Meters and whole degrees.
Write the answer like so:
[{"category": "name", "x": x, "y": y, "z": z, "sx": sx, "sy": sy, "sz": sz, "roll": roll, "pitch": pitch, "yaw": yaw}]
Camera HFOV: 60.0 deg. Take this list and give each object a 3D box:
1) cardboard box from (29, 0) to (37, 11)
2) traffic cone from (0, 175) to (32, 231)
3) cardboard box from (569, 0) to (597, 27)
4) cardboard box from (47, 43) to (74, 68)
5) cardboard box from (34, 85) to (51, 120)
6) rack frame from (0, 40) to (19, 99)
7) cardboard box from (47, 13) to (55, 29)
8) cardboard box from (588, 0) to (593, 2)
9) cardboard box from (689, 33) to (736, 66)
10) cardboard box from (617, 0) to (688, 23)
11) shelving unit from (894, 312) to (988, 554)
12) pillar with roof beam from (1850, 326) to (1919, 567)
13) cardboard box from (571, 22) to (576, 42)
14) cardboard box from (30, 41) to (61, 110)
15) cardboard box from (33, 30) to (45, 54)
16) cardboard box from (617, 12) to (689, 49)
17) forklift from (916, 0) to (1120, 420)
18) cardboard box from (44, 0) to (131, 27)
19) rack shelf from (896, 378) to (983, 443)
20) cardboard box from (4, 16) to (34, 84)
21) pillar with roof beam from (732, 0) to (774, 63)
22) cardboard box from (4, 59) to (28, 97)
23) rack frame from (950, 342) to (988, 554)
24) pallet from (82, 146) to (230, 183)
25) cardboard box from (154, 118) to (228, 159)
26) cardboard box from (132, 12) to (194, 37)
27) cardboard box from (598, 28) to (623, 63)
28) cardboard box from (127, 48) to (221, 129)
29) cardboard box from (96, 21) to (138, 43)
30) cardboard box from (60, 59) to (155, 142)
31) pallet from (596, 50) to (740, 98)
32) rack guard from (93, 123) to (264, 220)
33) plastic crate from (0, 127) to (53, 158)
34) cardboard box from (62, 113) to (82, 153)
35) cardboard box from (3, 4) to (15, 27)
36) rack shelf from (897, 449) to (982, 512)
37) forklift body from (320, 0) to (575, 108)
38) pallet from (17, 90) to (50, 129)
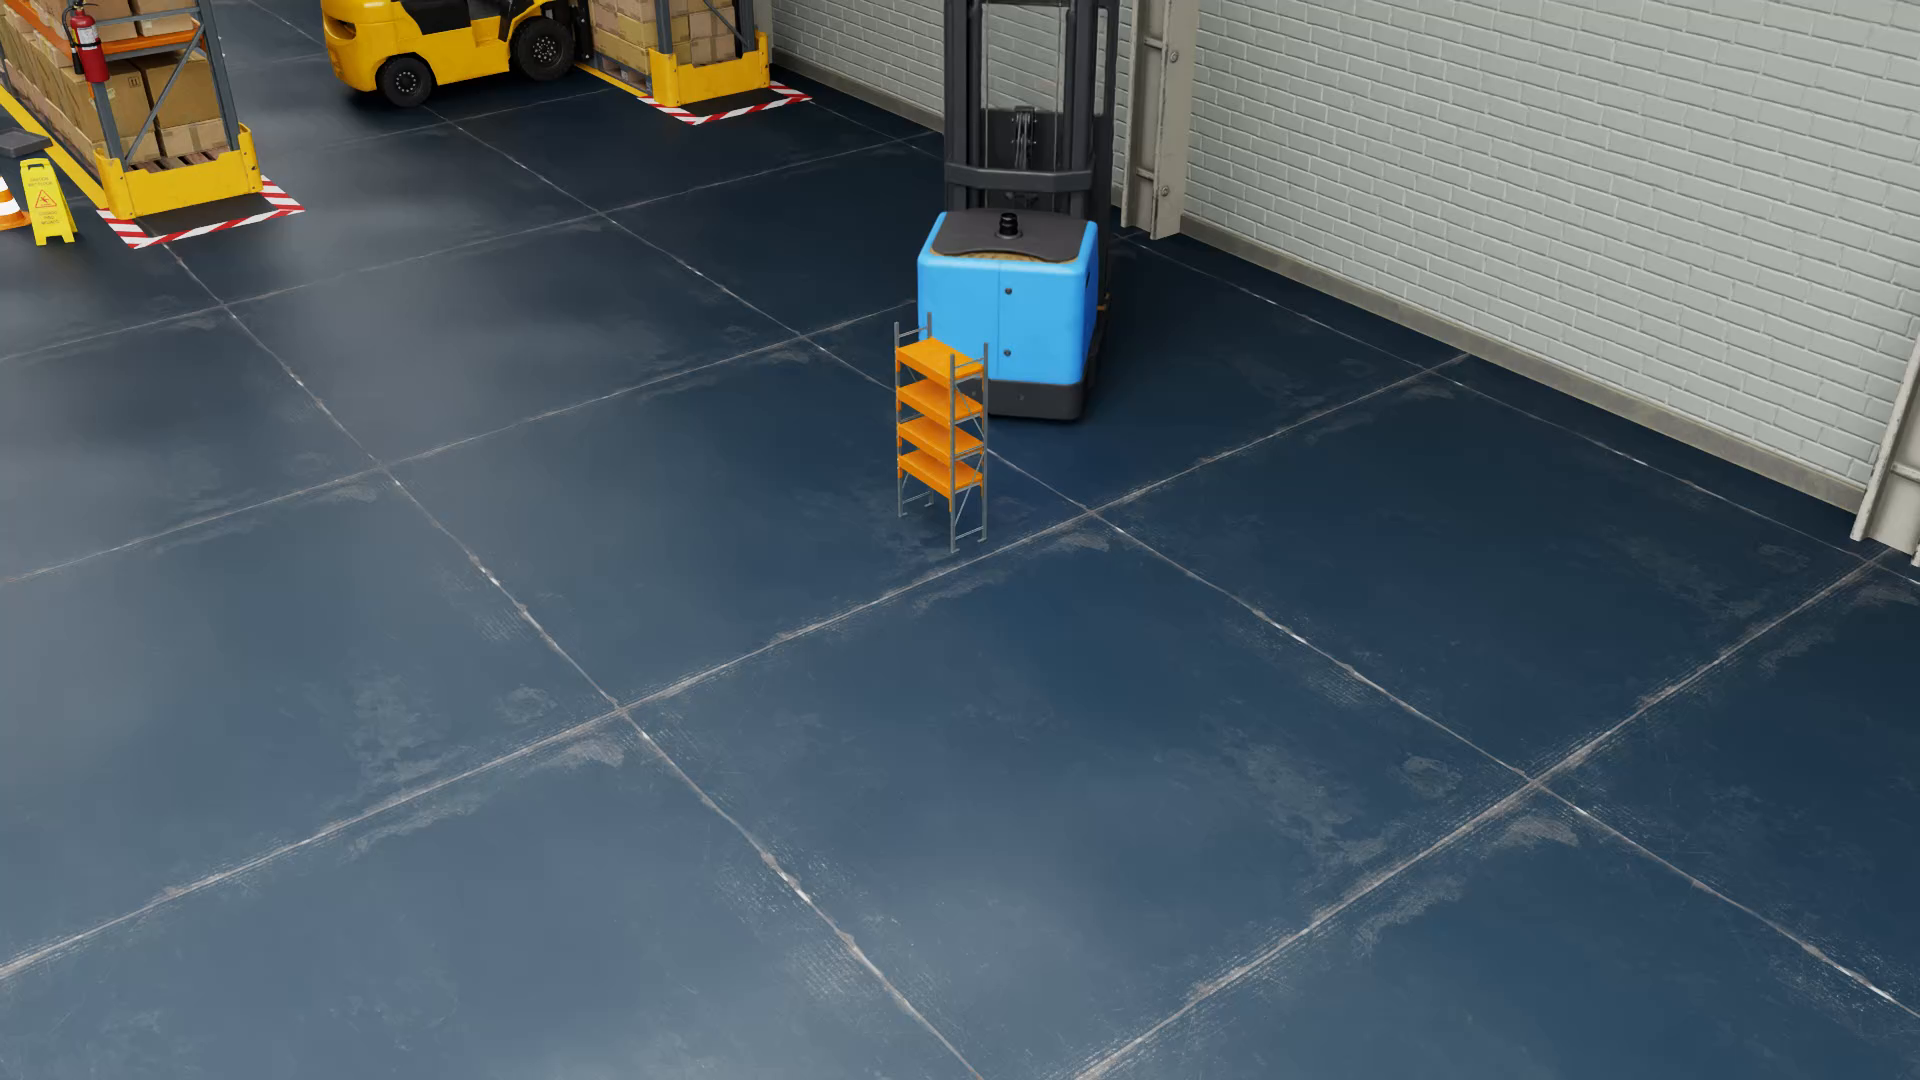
[{"category": "cardboard box", "x": -7.598, "y": -4.559, "z": 13.985, "sx": 0.380, "sy": 0.149, "sz": 0.250, "roll": -23, "pitch": 38, "yaw": -32}, {"category": "traffic cone", "x": -7.642, "y": -2.753, "z": 13.244, "sx": 0.336, "sy": 0.463, "sz": 0.334, "roll": -22, "pitch": 38, "yaw": -31}, {"category": "cardboard box", "x": -3.619, "y": -5.421, "z": 16.870, "sx": 0.500, "sy": 0.250, "sz": 0.500, "roll": -23, "pitch": 39, "yaw": -32}, {"category": "cardboard box", "x": -7.335, "y": -4.054, "z": 13.816, "sx": 0.380, "sy": 0.149, "sz": 0.250, "roll": -21, "pitch": 38, "yaw": -30}, {"category": "cardboard box", "x": -8.000, "y": -3.974, "z": 15.013, "sx": 0.500, "sy": 0.250, "sz": 0.500, "roll": -23, "pitch": 38, "yaw": -32}, {"category": "rack frame", "x": -8.813, "y": -5.736, "z": 15.642, "sx": 1.000, "sy": 3.000, "sz": 0.127, "roll": -22, "pitch": 38, "yaw": -31}, {"category": "cardboard box", "x": -7.141, "y": -4.232, "z": 13.459, "sx": 0.380, "sy": 0.149, "sz": 0.250, "roll": -23, "pitch": 39, "yaw": -32}, {"category": "cardboard box", "x": -3.605, "y": -5.620, "z": 16.716, "sx": 0.500, "sy": 0.250, "sz": 0.500, "roll": -22, "pitch": 38, "yaw": -31}, {"category": "cardboard box", "x": -2.588, "y": -4.954, "z": 16.592, "sx": 0.500, "sy": 0.250, "sz": 0.500, "roll": -22, "pitch": 38, "yaw": -31}, {"category": "cardboard box", "x": -2.970, "y": -5.202, "z": 16.043, "sx": 0.500, "sy": 0.250, "sz": 0.500, "roll": -21, "pitch": 37, "yaw": -30}, {"category": "shelving unit", "x": -0.102, "y": -0.579, "z": 9.044, "sx": 0.258, "sy": 1.200, "sz": 0.503, "roll": -22, "pitch": 38, "yaw": -31}, {"category": "pillar with roof beam", "x": 1.802, "y": -2.412, "z": 4.605, "sx": 9.100, "sy": 9.000, "sz": 0.400, "roll": -22, "pitch": 38, "yaw": -31}, {"category": "cardboard box", "x": -3.912, "y": -5.411, "z": 17.327, "sx": 0.500, "sy": 0.250, "sz": 0.500, "roll": -21, "pitch": 38, "yaw": -30}, {"category": "cardboard box", "x": -7.684, "y": -4.076, "z": 14.467, "sx": 0.500, "sy": 0.500, "sz": 0.500, "roll": -23, "pitch": 39, "yaw": -32}, {"category": "cardboard box", "x": -7.647, "y": -4.270, "z": 14.165, "sx": 0.380, "sy": 0.149, "sz": 0.250, "roll": -21, "pitch": 37, "yaw": -29}, {"category": "cardboard box", "x": -2.987, "y": -5.000, "z": 16.192, "sx": 0.500, "sy": 0.250, "sz": 0.500, "roll": -23, "pitch": 38, "yaw": -32}, {"category": "forklift", "x": 0.481, "y": -2.752, "z": 10.904, "sx": 1.130, "sy": 2.935, "sz": 3.031, "roll": 5, "pitch": 32, "yaw": 8}, {"category": "cardboard box", "x": -6.910, "y": -4.374, "z": 13.074, "sx": 0.500, "sy": 0.500, "sz": 0.500, "roll": -23, "pitch": 39, "yaw": -32}, {"category": "rack shelf", "x": -0.102, "y": -0.712, "z": 8.962, "sx": 0.258, "sy": 0.148, "sz": 0.480, "roll": -22, "pitch": 38, "yaw": -31}, {"category": "cardboard box", "x": -8.327, "y": -4.512, "z": 15.169, "sx": 0.500, "sy": 0.500, "sz": 0.500, "roll": -21, "pitch": 37, "yaw": -30}, {"category": "pillar with roof beam", "x": -5.557, "y": -7.414, "z": 12.657, "sx": 9.100, "sy": 9.000, "sz": 0.400, "roll": -22, "pitch": 38, "yaw": -31}, {"category": "cardboard box", "x": -8.664, "y": -4.413, "z": 15.720, "sx": 0.500, "sy": 0.250, "sz": 0.500, "roll": -24, "pitch": 39, "yaw": -33}, {"category": "rack frame", "x": 0.048, "y": -0.477, "z": 8.881, "sx": 0.240, "sy": 1.200, "sz": 0.015, "roll": -22, "pitch": 38, "yaw": -31}, {"category": "pallet", "x": -6.877, "y": -3.266, "z": 14.308, "sx": 1.003, "sy": 0.211, "sz": 1.213, "roll": -22, "pitch": 38, "yaw": -31}, {"category": "cardboard box", "x": -6.636, "y": -3.505, "z": 14.258, "sx": 0.500, "sy": 0.250, "sz": 0.500, "roll": -23, "pitch": 38, "yaw": -32}, {"category": "cardboard box", "x": -6.405, "y": -4.170, "z": 13.360, "sx": 0.380, "sy": 0.149, "sz": 0.250, "roll": -22, "pitch": 38, "yaw": -31}, {"category": "cardboard box", "x": -3.276, "y": -4.990, "z": 16.650, "sx": 0.500, "sy": 0.250, "sz": 0.500, "roll": -22, "pitch": 38, "yaw": -31}, {"category": "cardboard box", "x": -6.651, "y": -3.833, "z": 14.076, "sx": 0.500, "sy": 0.500, "sz": 0.500, "roll": -24, "pitch": 39, "yaw": -33}, {"category": "cardboard box", "x": -6.758, "y": -4.049, "z": 13.164, "sx": 0.380, "sy": 0.149, "sz": 0.250, "roll": -21, "pitch": 37, "yaw": -30}, {"category": "cardboard box", "x": -7.057, "y": -3.647, "z": 13.776, "sx": 0.500, "sy": 0.500, "sz": 0.500, "roll": -22, "pitch": 38, "yaw": -31}, {"category": "pallet", "x": -2.943, "y": -4.797, "z": 16.773, "sx": 1.003, "sy": 0.211, "sz": 1.213, "roll": -22, "pitch": 38, "yaw": -31}, {"category": "rack guard", "x": -6.406, "y": -3.038, "z": 13.668, "sx": 1.175, "sy": 0.500, "sz": 0.348, "roll": -22, "pitch": 38, "yaw": -31}, {"category": "plastic crate", "x": -8.498, "y": -3.576, "z": 14.931, "sx": 0.583, "sy": 0.080, "sz": 0.402, "roll": 18, "pitch": 36, "yaw": 27}, {"category": "cardboard box", "x": -7.379, "y": -3.547, "z": 14.326, "sx": 0.500, "sy": 0.250, "sz": 0.500, "roll": -22, "pitch": 38, "yaw": -31}, {"category": "cardboard box", "x": -8.318, "y": -4.722, "z": 14.892, "sx": 0.380, "sy": 0.149, "sz": 0.250, "roll": -21, "pitch": 37, "yaw": -30}, {"category": "rack shelf", "x": -0.102, "y": -0.353, "z": 9.185, "sx": 0.258, "sy": 0.148, "sz": 0.480, "roll": -22, "pitch": 38, "yaw": -31}, {"category": "forklift body", "x": -5.045, "y": -5.516, "z": 16.092, "sx": 2.313, "sy": 2.155, "sz": 1.214, "roll": -22, "pitch": 38, "yaw": -31}, {"category": "pallet", "x": -8.373, "y": -4.283, "z": 15.945, "sx": 1.003, "sy": 0.211, "sz": 1.213, "roll": -22, "pitch": 38, "yaw": -31}]
